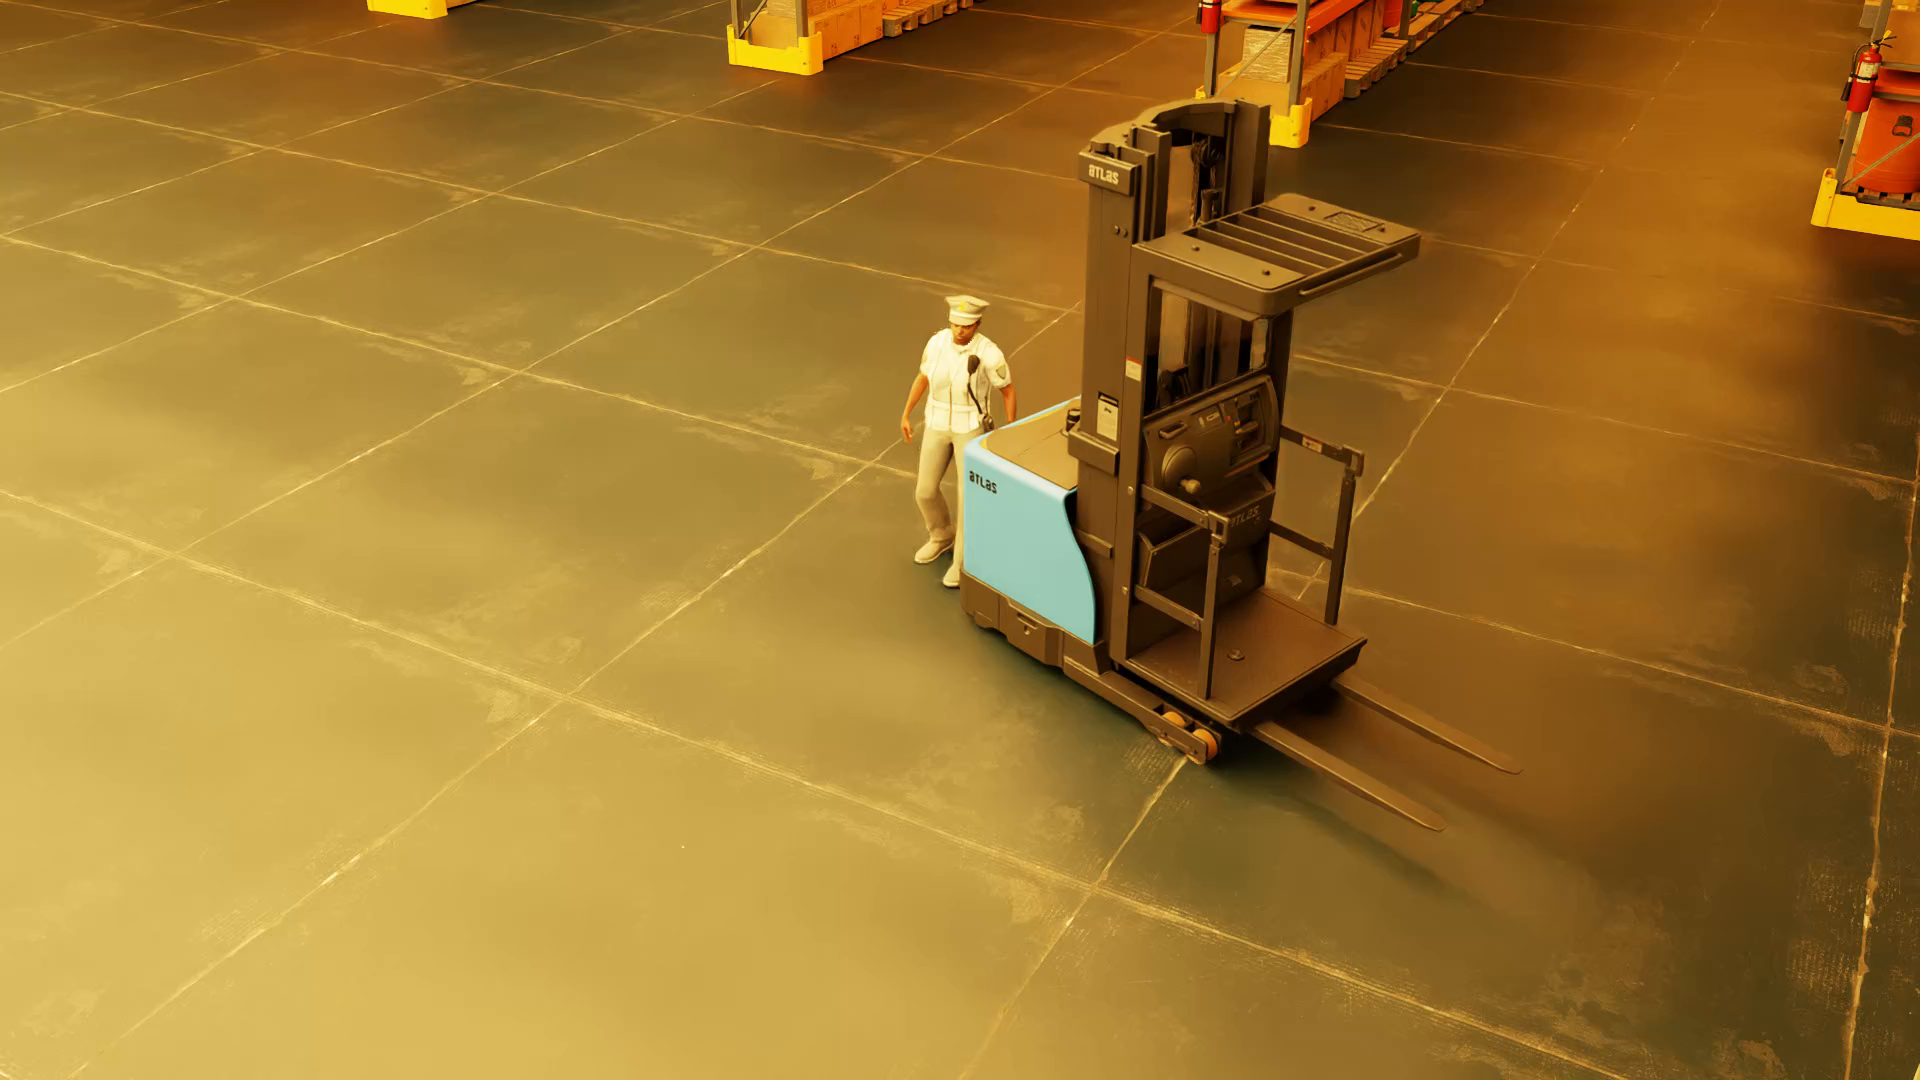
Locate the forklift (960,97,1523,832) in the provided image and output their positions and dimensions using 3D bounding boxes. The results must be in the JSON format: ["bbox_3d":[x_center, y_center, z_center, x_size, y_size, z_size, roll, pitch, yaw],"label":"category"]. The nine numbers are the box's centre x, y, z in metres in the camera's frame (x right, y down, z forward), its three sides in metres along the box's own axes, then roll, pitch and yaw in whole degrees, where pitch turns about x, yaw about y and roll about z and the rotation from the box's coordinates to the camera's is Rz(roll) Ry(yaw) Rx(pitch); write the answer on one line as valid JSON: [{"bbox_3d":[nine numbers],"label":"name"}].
[{"bbox_3d":[1.358,-0.466,7.878,1.130,2.935,3.031,-24,38,-35],"label":"forklift"}]

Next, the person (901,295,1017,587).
[{"bbox_3d":[-0.060,-0.571,9.357,0.660,1.650,0.613,10,32,17],"label":"person"}]
